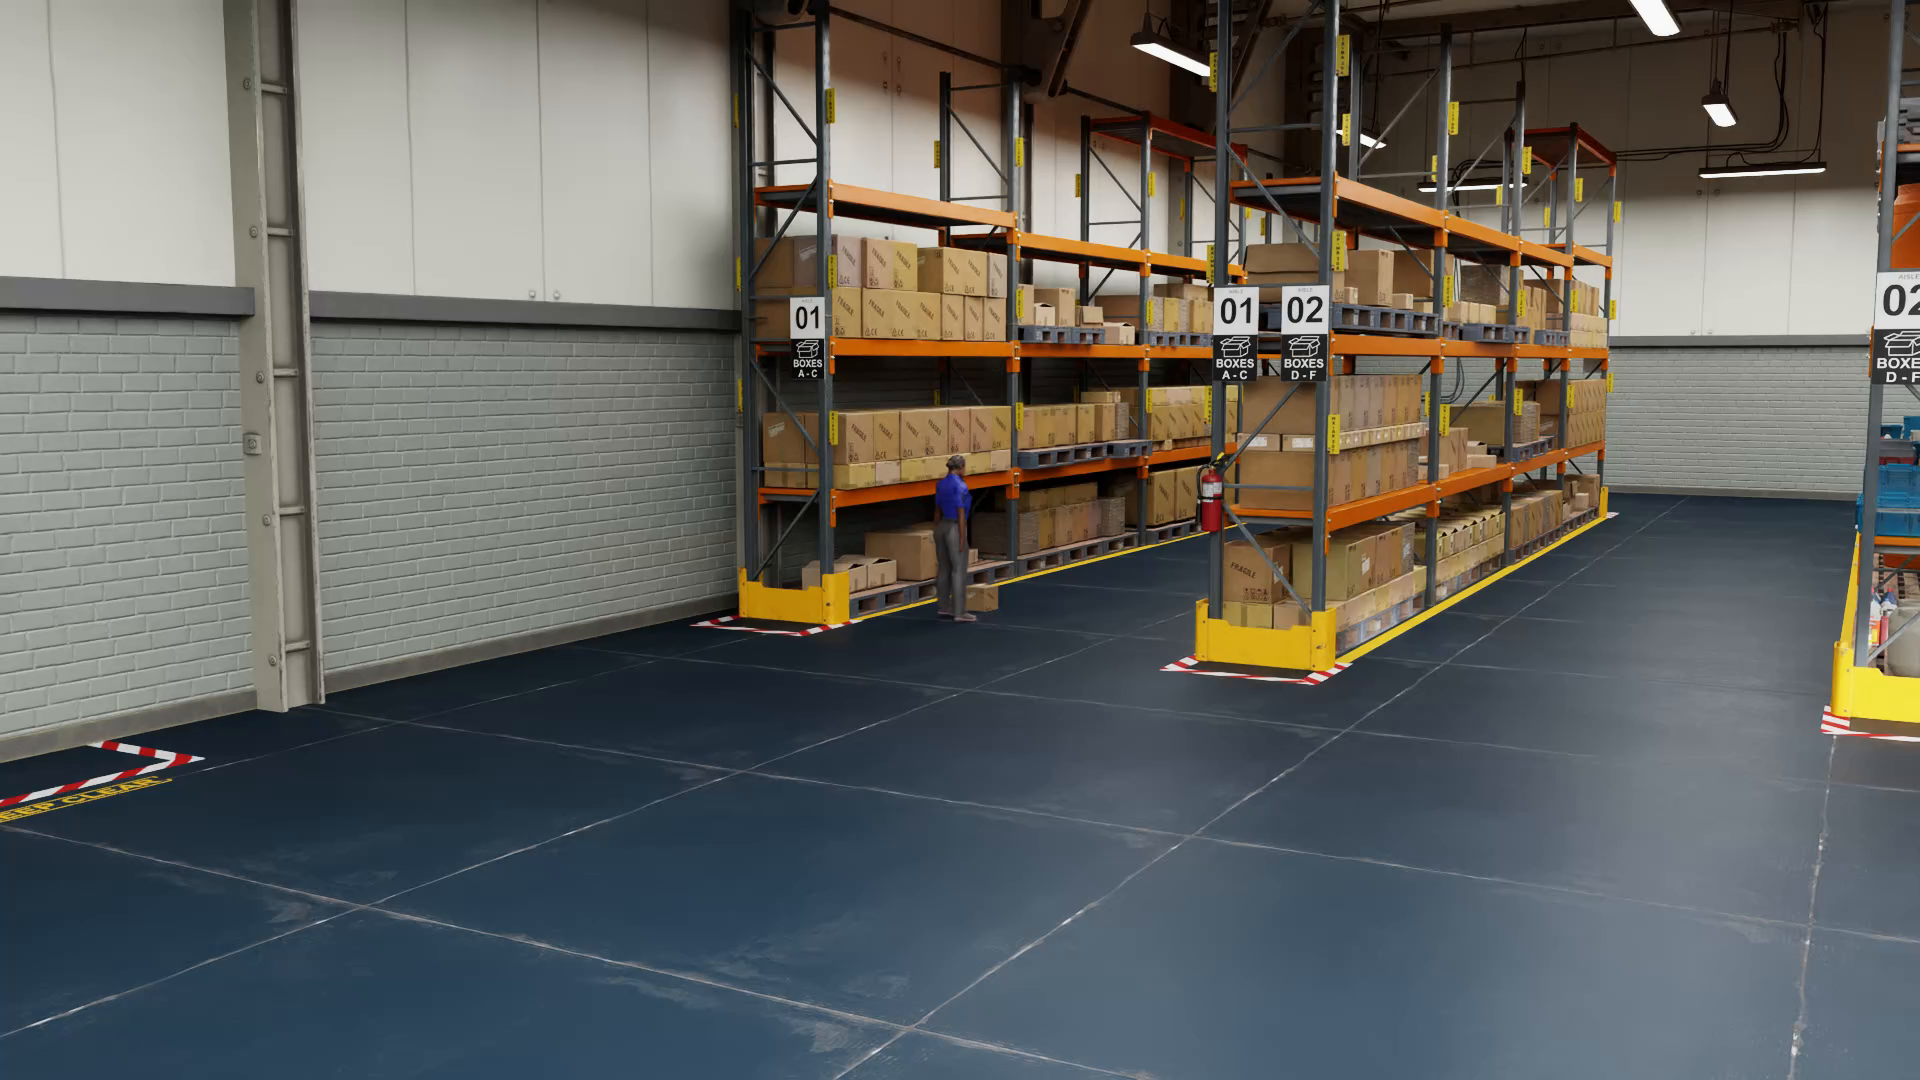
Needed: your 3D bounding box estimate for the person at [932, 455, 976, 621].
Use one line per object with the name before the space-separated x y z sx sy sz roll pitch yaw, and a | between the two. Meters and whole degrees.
person | -0.055 -0.026 16.612 0.398 1.646 0.515 -5 8 -39
